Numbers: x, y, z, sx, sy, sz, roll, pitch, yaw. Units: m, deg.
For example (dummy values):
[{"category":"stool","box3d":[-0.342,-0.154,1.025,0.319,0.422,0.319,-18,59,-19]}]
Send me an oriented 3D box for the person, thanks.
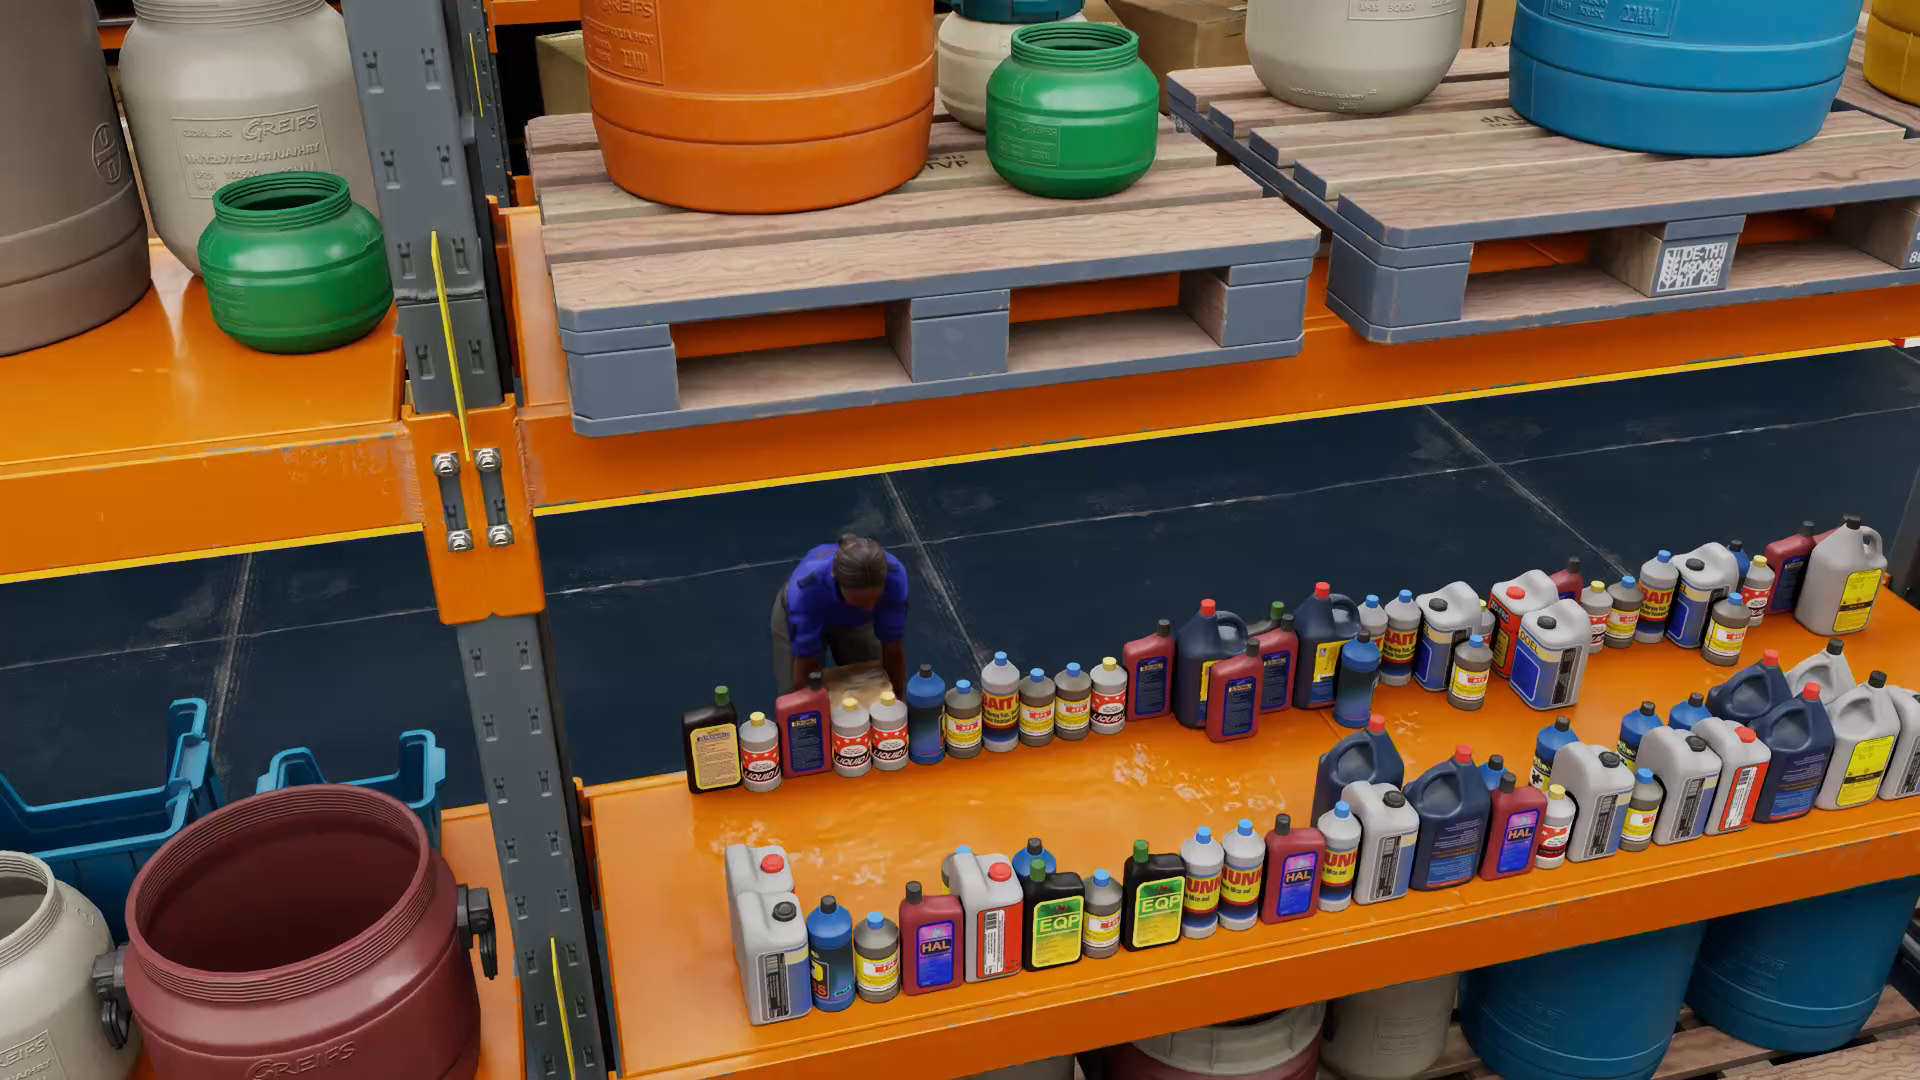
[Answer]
[{"category":"person","box3d":[-0.391,0.482,5.579,0.414,1.399,0.735,-9,32,-14]}]
